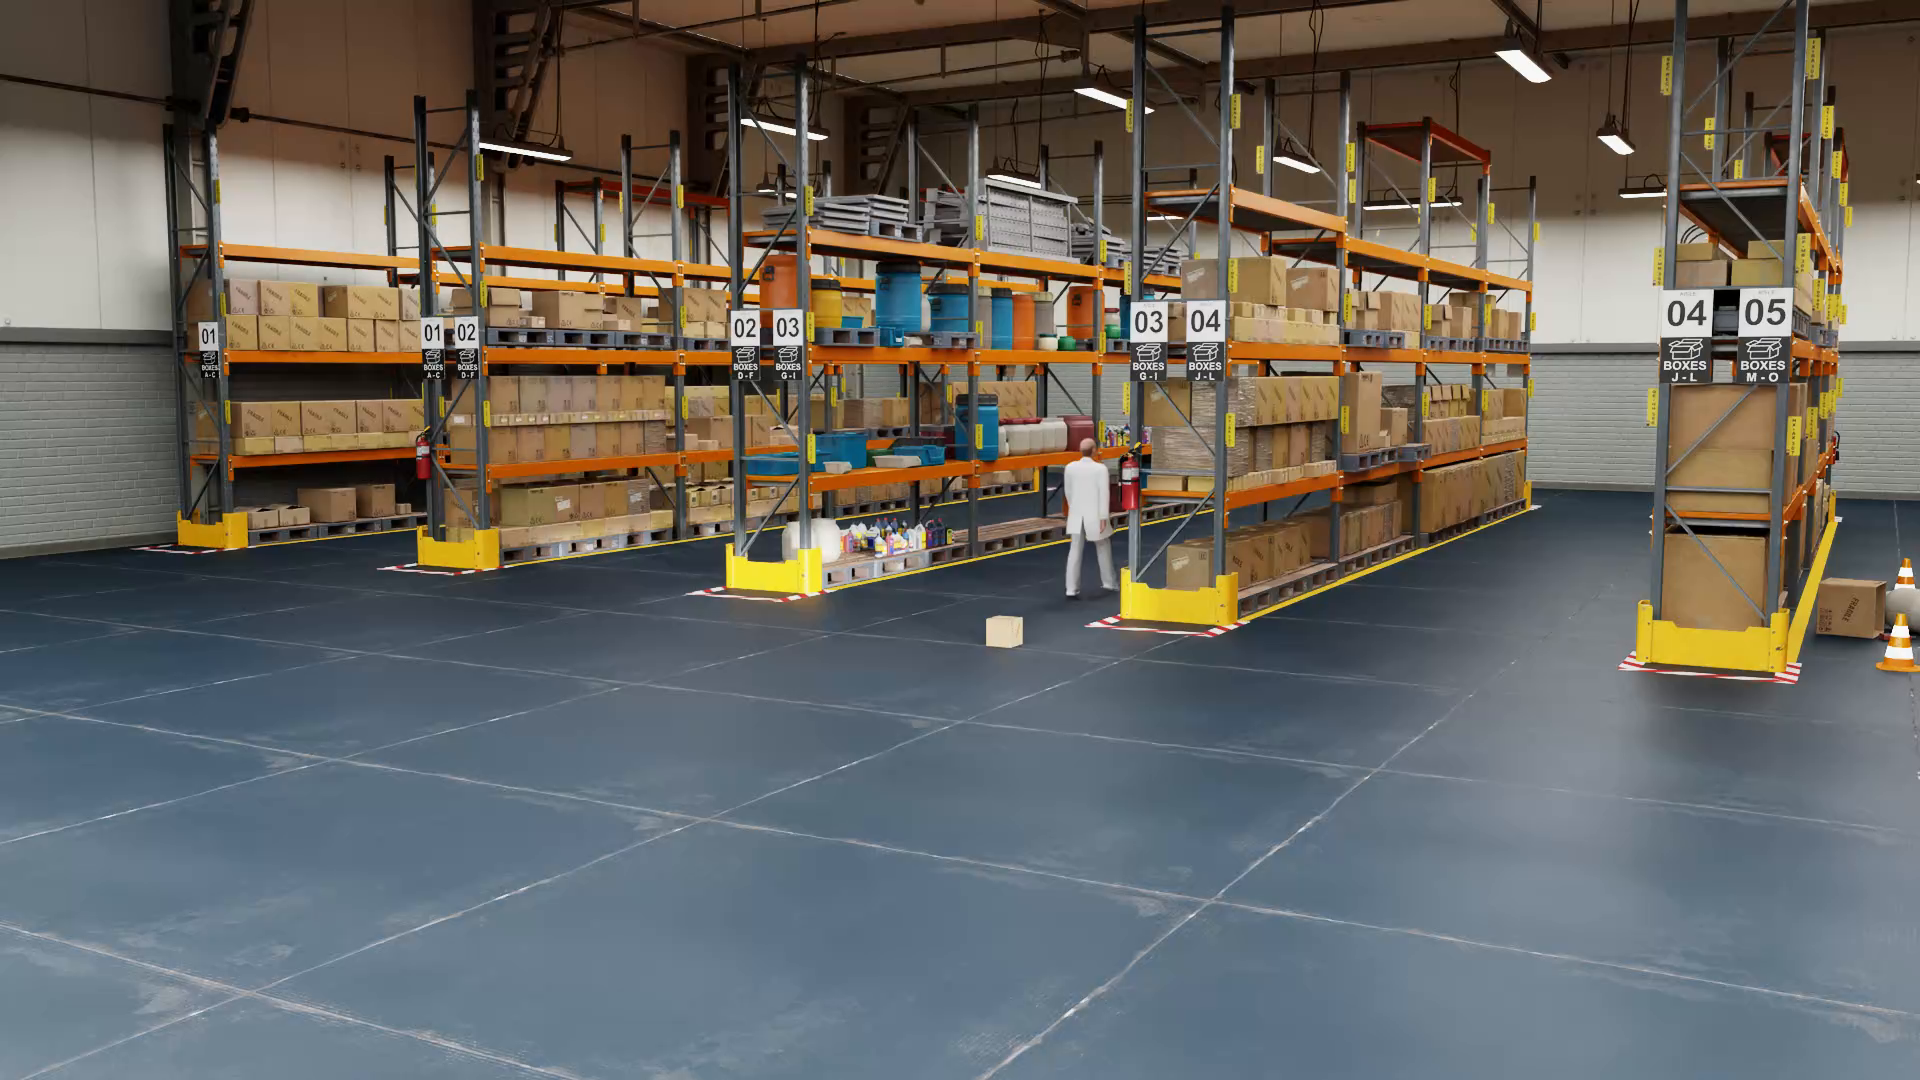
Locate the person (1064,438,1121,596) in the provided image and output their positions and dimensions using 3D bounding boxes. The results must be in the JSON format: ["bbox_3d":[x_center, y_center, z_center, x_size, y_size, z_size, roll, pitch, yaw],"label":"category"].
[{"bbox_3d":[1.472,-0.278,18.661,0.587,1.738,0.988,2,6,22],"label":"person"}]
